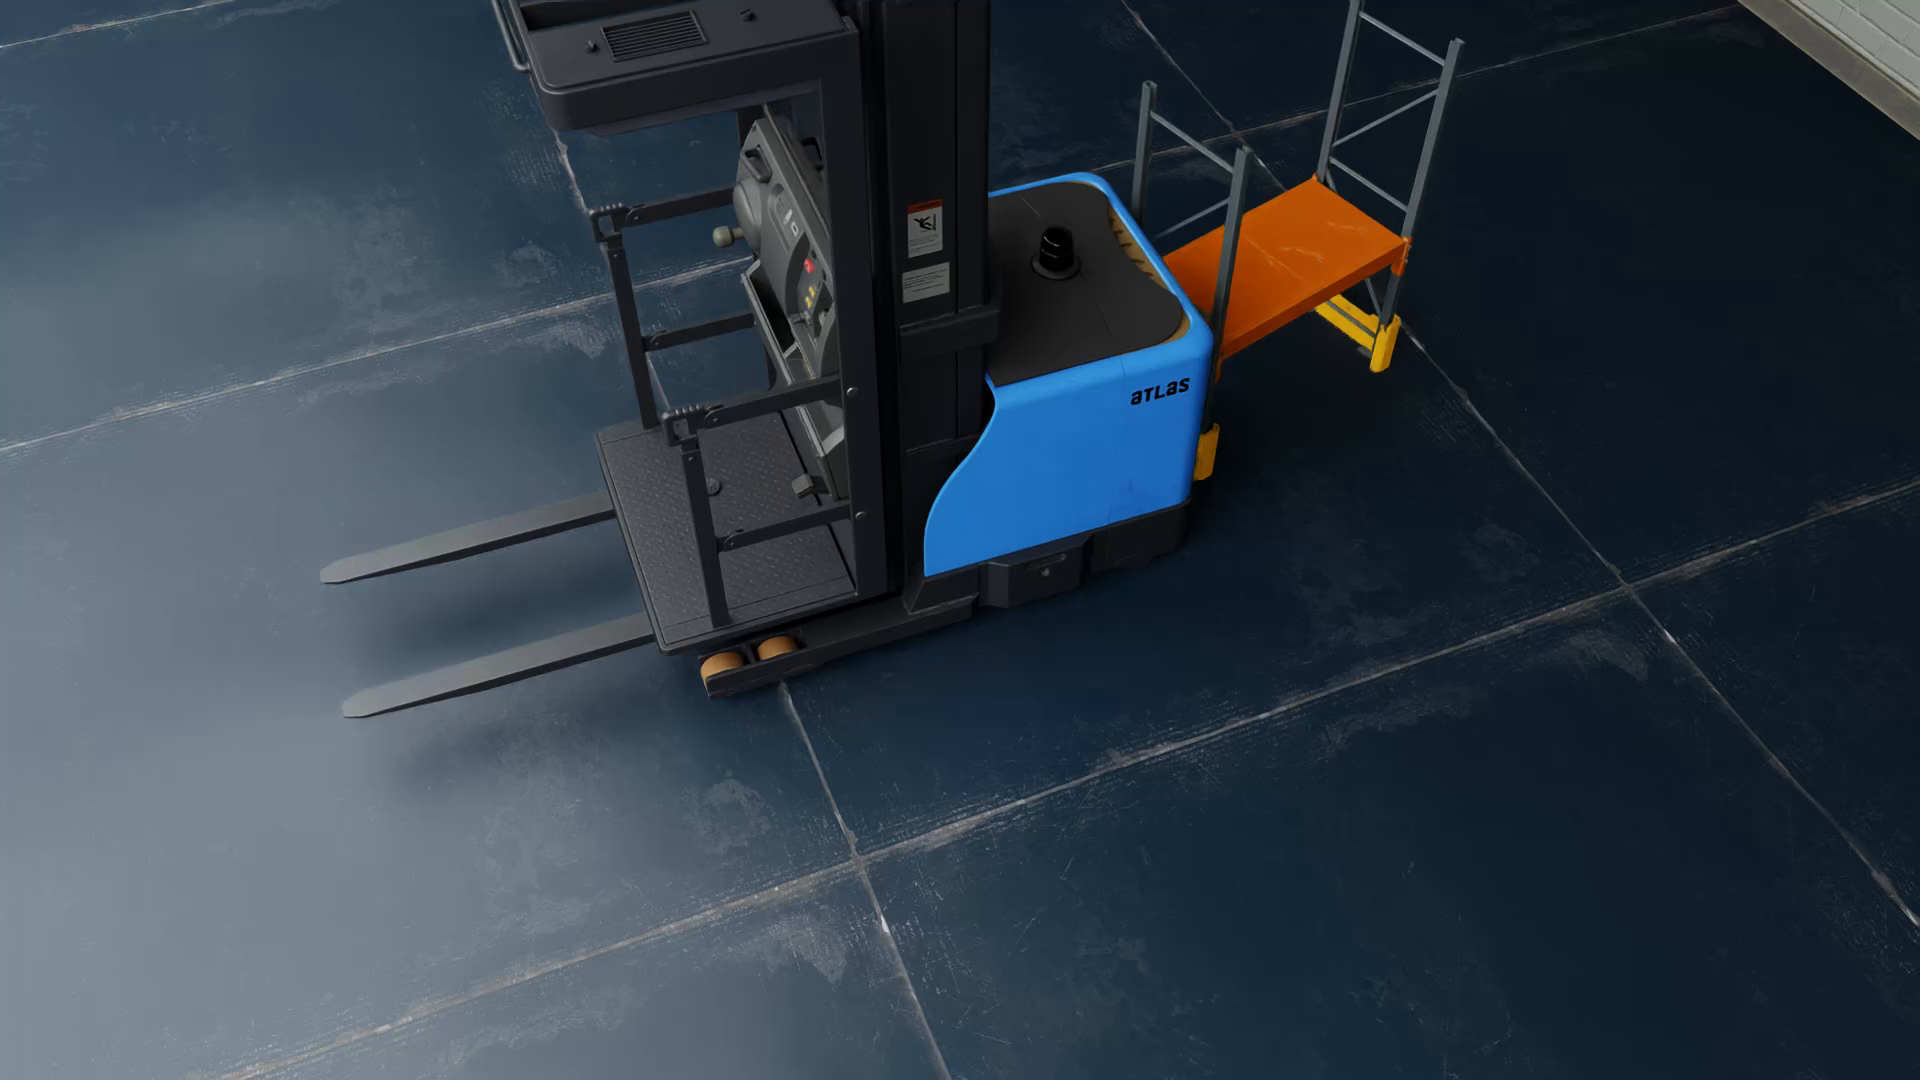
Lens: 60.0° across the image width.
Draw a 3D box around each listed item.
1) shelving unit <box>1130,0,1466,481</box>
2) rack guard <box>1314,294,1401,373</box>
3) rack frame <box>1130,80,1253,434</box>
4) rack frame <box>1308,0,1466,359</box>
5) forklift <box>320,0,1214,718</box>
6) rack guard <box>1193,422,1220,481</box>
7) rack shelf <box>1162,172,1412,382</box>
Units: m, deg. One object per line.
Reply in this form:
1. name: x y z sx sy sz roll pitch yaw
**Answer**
1. shelving unit: 1.174 -1.137 6.238 1.083 1.500 0.587 -30 56 -23
2. rack guard: 1.569 -0.959 6.909 0.087 0.250 0.587 -30 56 -23
3. rack frame: 0.778 -0.906 6.040 0.032 1.500 0.500 -30 56 -23
4. rack frame: 1.585 -1.376 6.443 0.032 1.500 0.500 -30 56 -23
5. forklift: -0.723 -0.866 5.062 3.031 2.935 1.130 -16 51 -13
6. rack guard: 0.779 -0.499 6.514 0.087 0.250 0.587 -30 56 -23
7. rack shelf: 1.182 -1.024 6.378 1.000 0.185 0.538 -30 56 -23
